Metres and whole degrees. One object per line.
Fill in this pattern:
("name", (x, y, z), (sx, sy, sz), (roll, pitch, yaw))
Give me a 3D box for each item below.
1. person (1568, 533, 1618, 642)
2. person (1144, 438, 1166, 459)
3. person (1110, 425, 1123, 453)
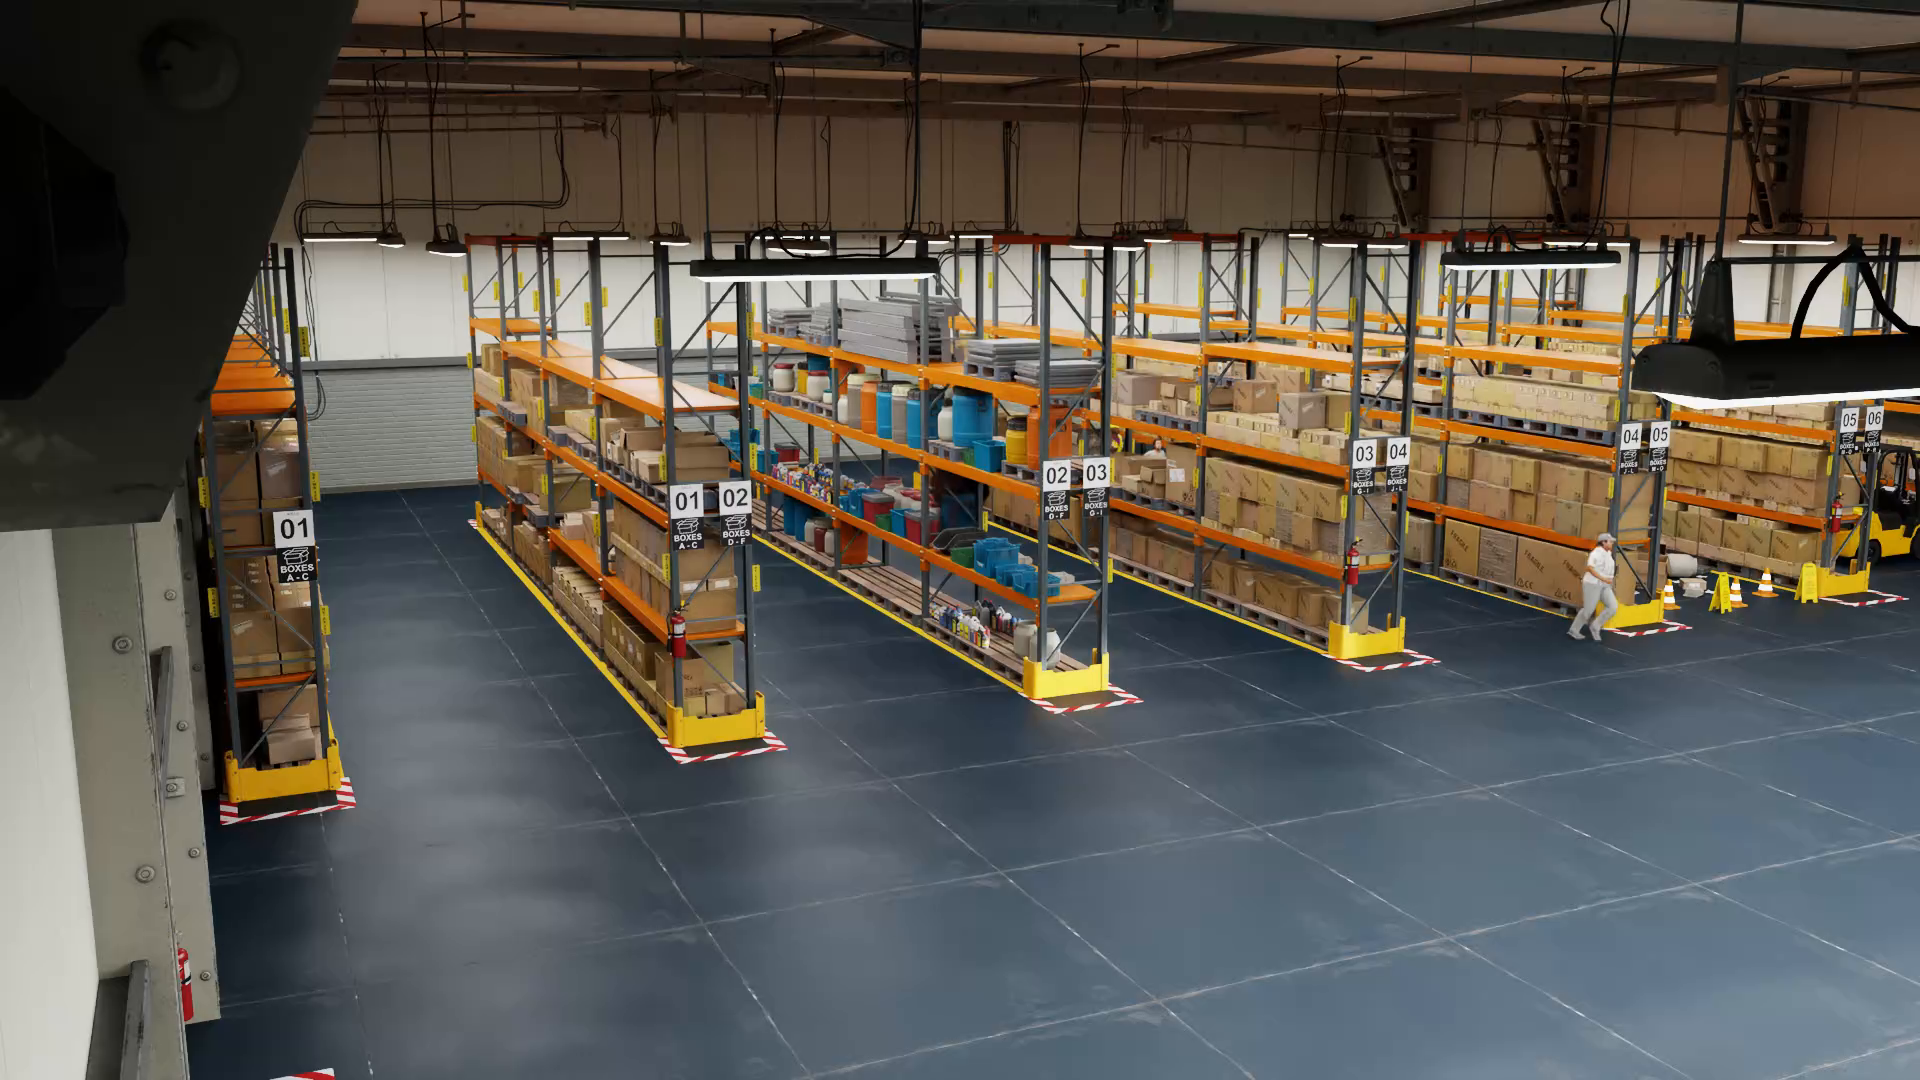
("person", (9.681, 0.714, 25.212), (0.654, 1.669, 0.617), (-9, 14, -40))
("person", (4.247, -1.354, 35.759), (0.551, 1.666, 0.638), (-4, 12, -20))
("person", (3.440, -1.754, 37.618), (0.661, 1.836, 0.764), (-5, 12, -26))
